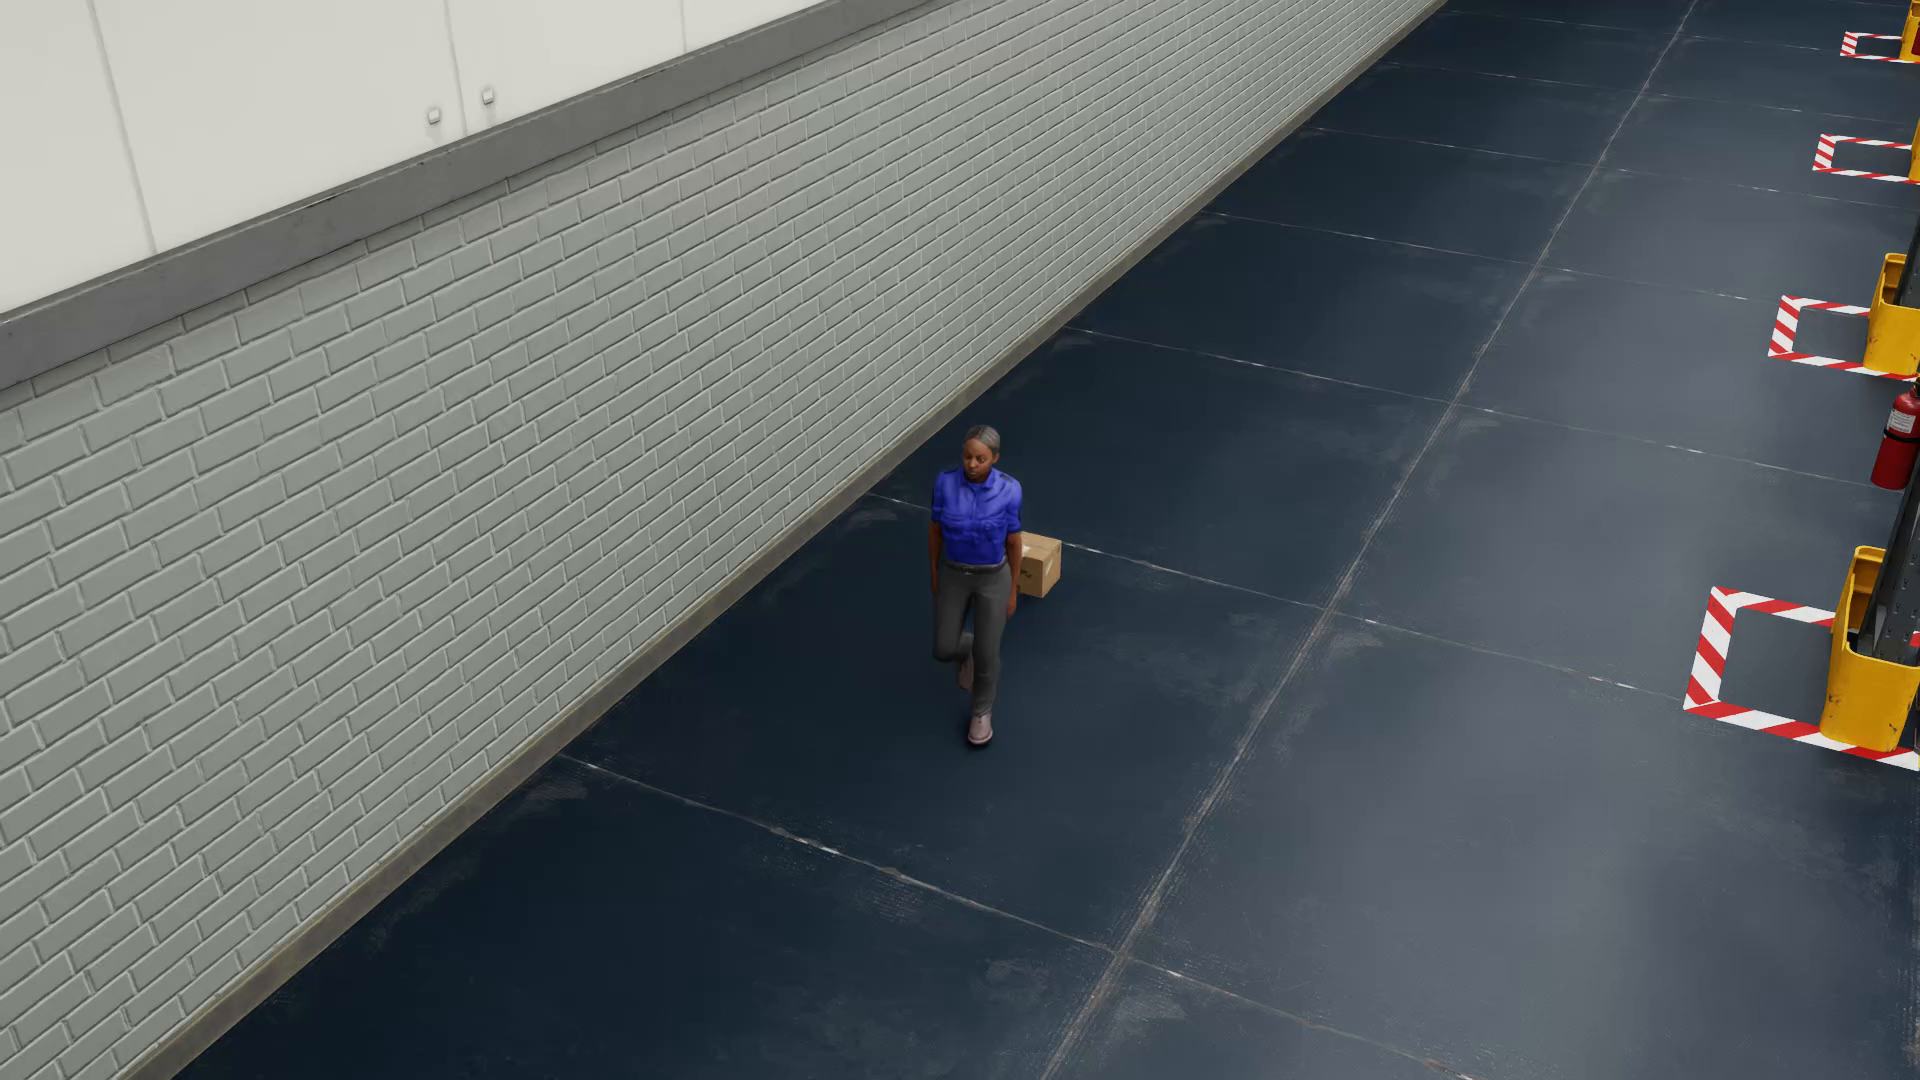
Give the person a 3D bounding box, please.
[{"bbox_3d":[0.079,0.158,7.976,0.453,1.641,0.571,5,31,9],"label":"person"}]
